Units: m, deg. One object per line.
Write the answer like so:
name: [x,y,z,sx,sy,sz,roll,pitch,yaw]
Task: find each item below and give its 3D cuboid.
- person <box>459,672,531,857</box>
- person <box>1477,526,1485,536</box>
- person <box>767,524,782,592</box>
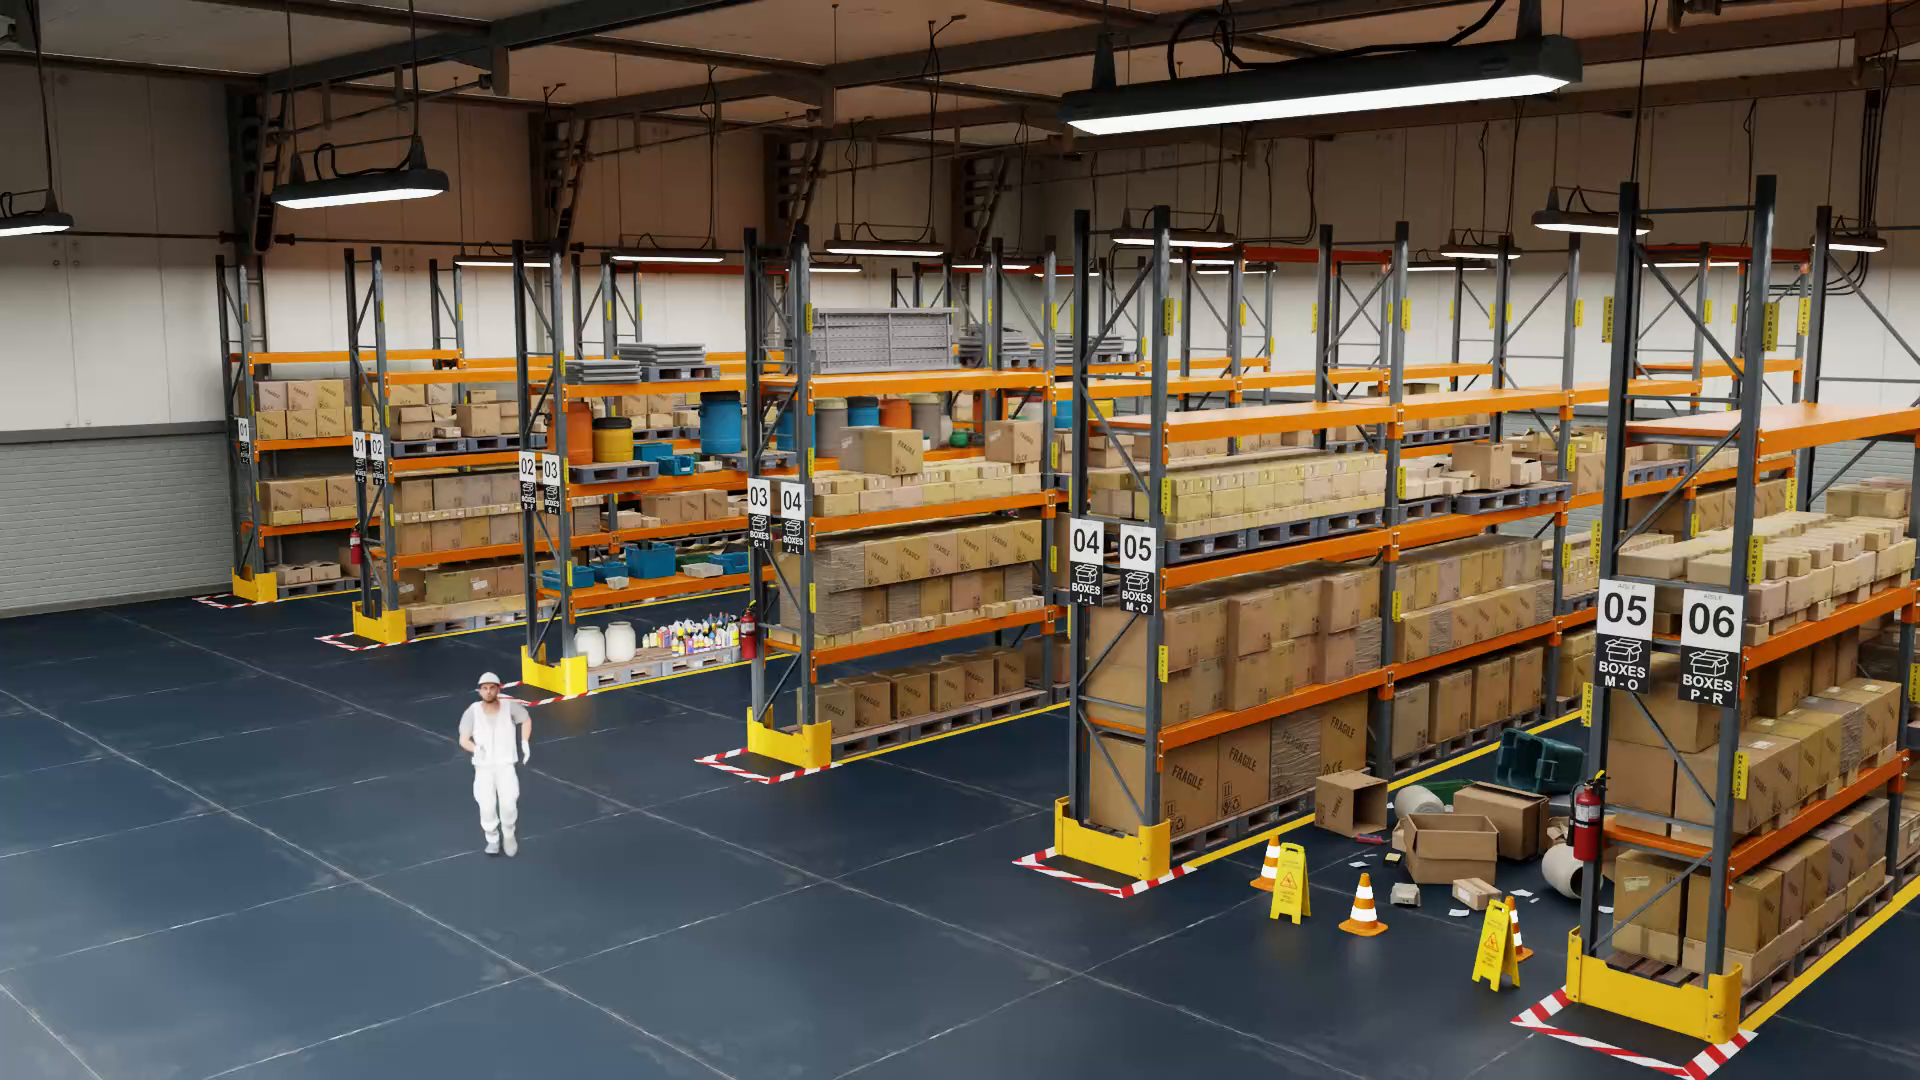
person: [-4.313,2.102,15.439,0.637,1.754,0.698,-2,8,-11]
person: [8.617,0.482,27.273,0.624,1.694,0.817,7,11,41]
person: [-3.156,0.067,28.025,0.672,1.888,0.743,4,9,27]
